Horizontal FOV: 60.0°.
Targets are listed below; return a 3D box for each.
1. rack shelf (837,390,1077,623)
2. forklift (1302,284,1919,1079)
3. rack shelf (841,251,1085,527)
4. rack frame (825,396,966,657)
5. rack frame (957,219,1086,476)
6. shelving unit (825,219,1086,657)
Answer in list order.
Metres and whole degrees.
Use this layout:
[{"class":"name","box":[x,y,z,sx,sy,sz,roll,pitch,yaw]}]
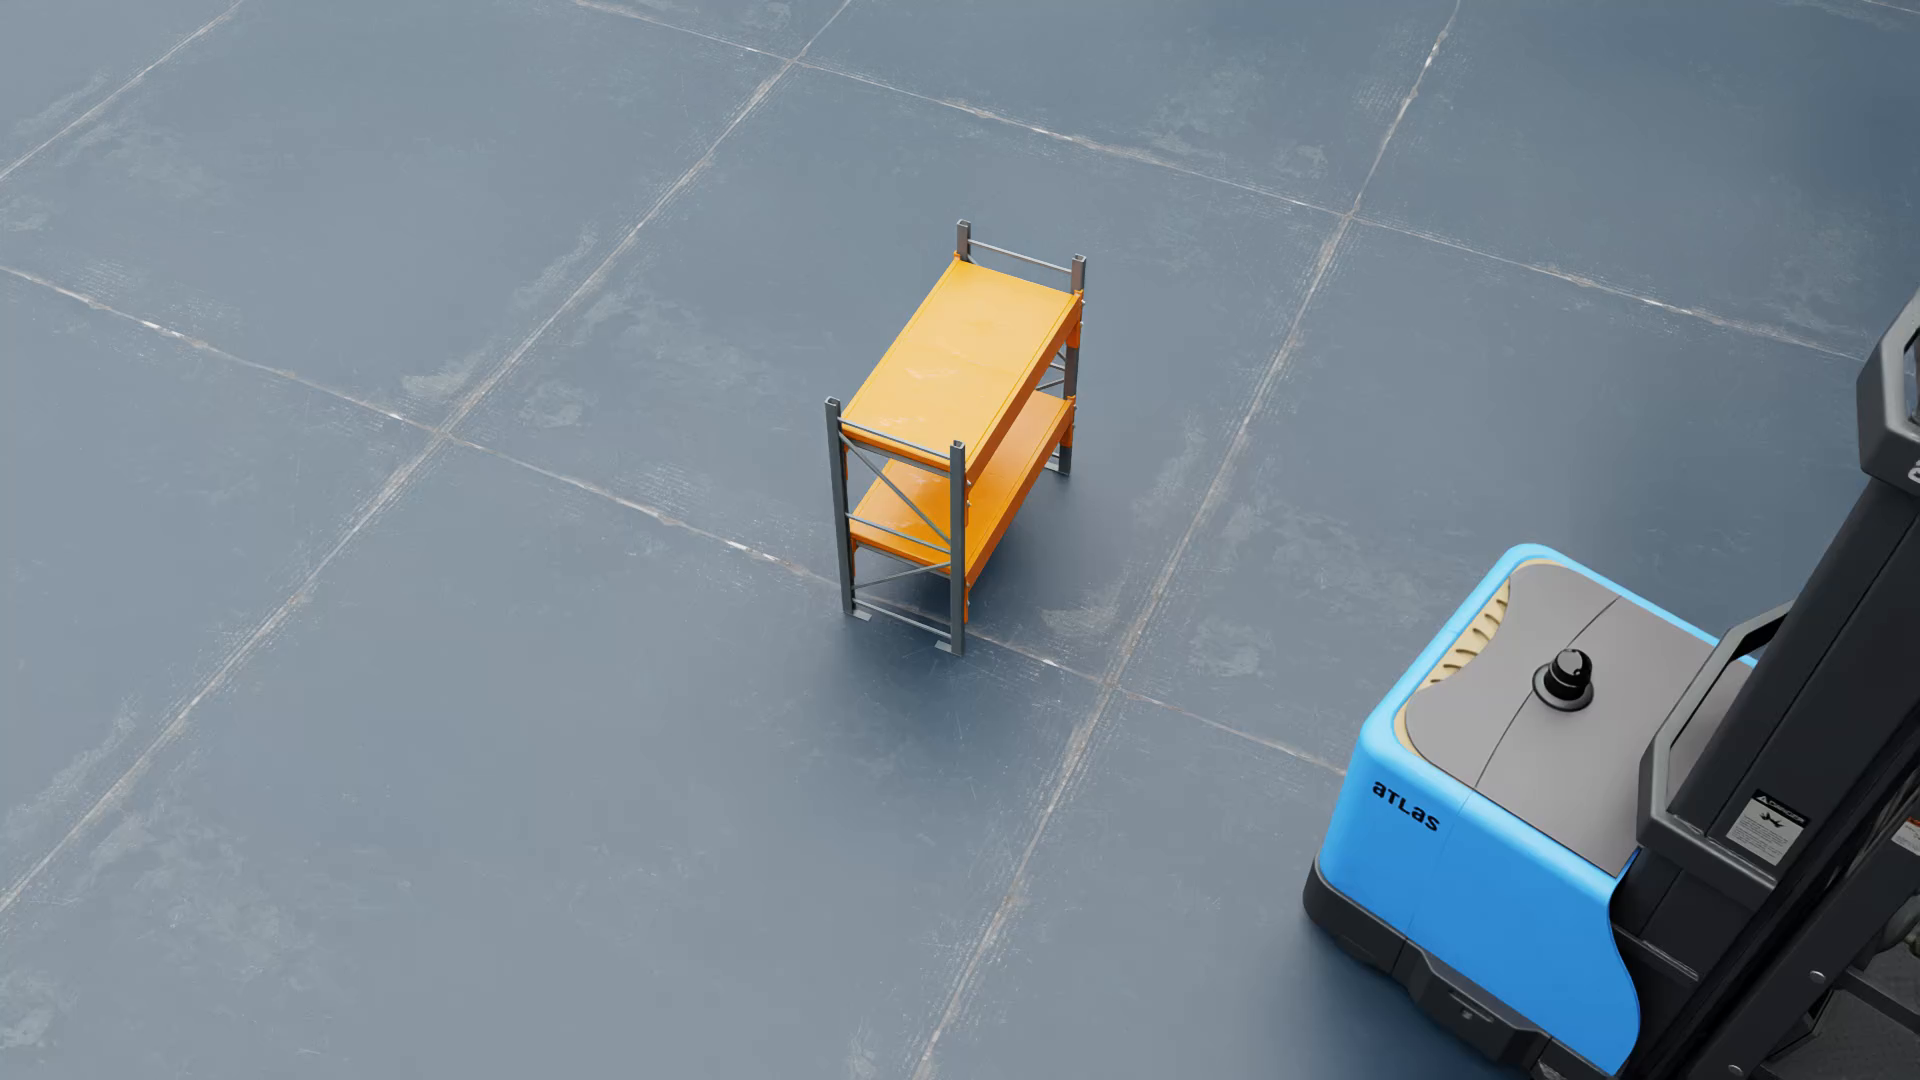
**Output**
[{"class":"rack shelf","box":[0.003,-0.211,6.327,0.538,0.278,1.000,20,52,16]},{"class":"forklift","box":[2.574,0.739,4.012,3.031,2.935,1.130,33,57,25]},{"class":"rack shelf","box":[0.003,-0.559,5.918,0.538,0.278,1.000,20,52,16]},{"class":"rack frame","box":[-0.214,-0.019,5.843,0.500,1.125,0.032,20,52,16]},{"class":"rack frame","box":[0.220,-0.719,6.439,0.500,1.125,0.032,20,52,16]},{"class":"shelving unit","box":[0.003,-0.369,6.141,0.538,1.125,1.048,20,52,16]}]
